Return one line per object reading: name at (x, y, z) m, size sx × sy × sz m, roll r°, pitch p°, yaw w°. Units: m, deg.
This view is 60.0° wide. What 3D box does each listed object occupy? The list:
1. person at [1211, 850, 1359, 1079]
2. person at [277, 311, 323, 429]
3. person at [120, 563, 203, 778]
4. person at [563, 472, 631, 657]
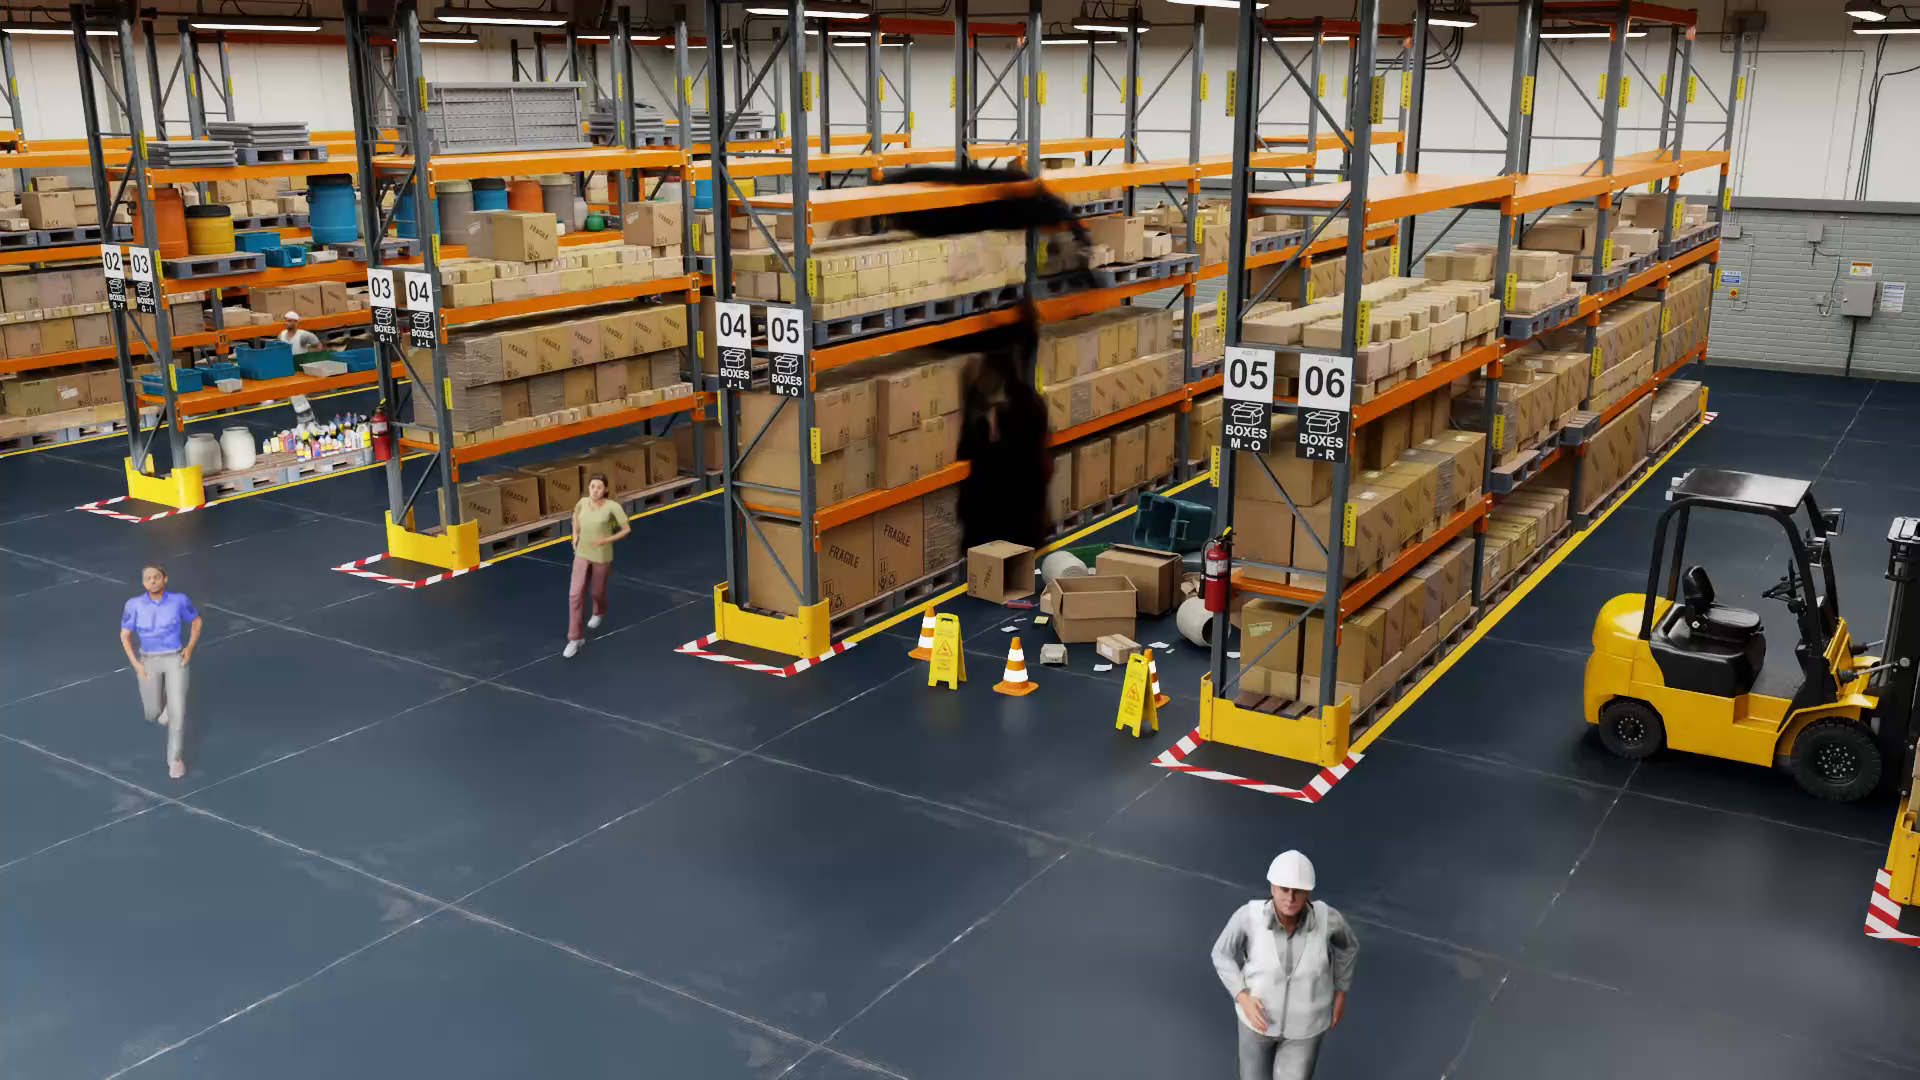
person at (1.522, 2.251, 7.874) m, size 0.682 × 1.768 × 0.961 m, roll 3°, pitch 16°, yaw 10°
person at (-9.940, -2.499, 24.869) m, size 0.632 × 1.823 × 0.705 m, roll 6°, pitch 16°, yaw 19°
person at (-6.146, 0.956, 12.868) m, size 0.572 × 1.619 × 0.803 m, roll -5°, pitch 16°, yaw -18°
person at (-3.338, 0.170, 15.492) m, size 0.595 × 1.666 × 0.909 m, roll 2°, pitch 16°, yaw 5°
